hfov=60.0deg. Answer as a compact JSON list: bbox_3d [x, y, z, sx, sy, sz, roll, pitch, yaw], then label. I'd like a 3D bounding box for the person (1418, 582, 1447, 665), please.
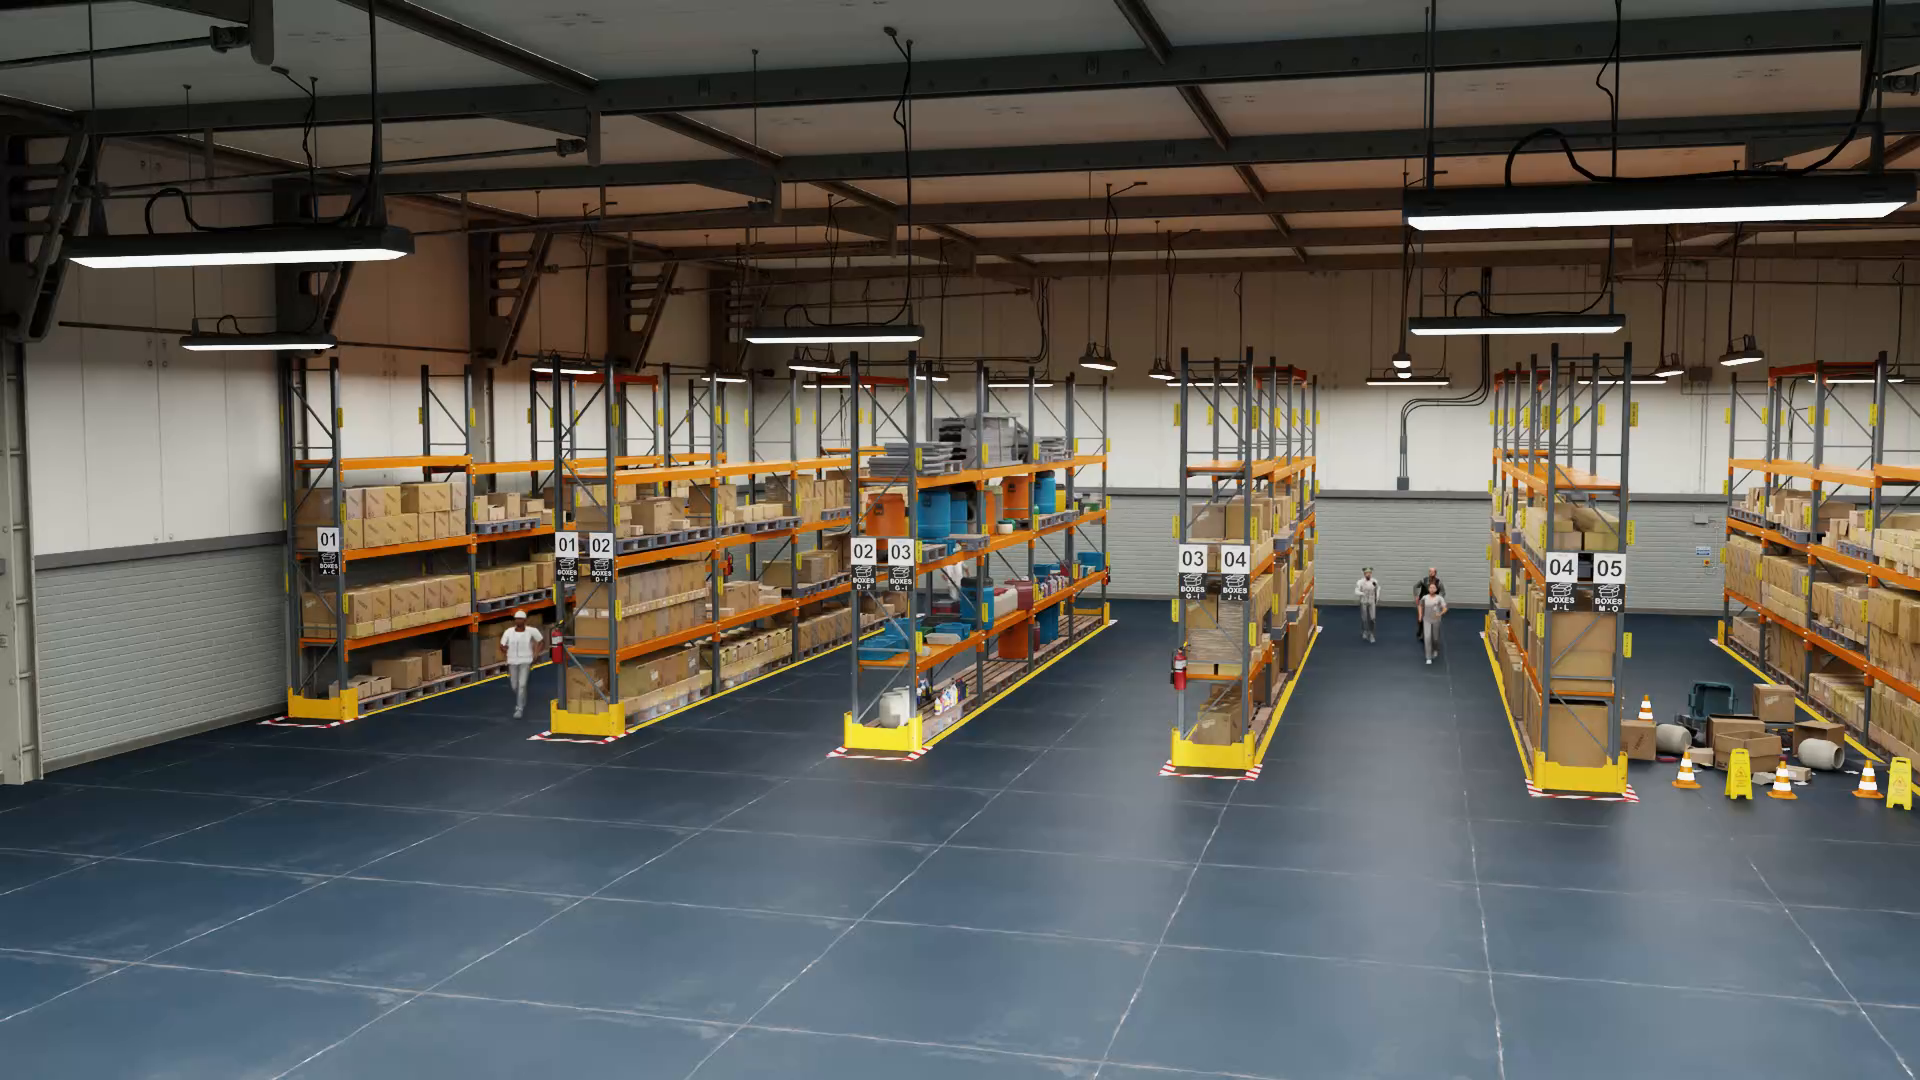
[{"bbox_3d":[9.618,1.676,33.904,0.593,1.646,0.906,2,5,22],"label":"person"}]

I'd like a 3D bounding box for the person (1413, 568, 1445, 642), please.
[{"bbox_3d":[10.473,1.445,37.124,0.692,1.665,0.512,1,4,16],"label":"person"}]

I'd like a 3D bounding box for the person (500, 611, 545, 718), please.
[{"bbox_3d":[-7.366,2.055,27.844,0.703,1.740,0.955,0,4,1],"label":"person"}]

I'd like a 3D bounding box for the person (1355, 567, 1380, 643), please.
[{"bbox_3d":[9.104,1.440,37.156,0.559,1.724,0.765,1,4,12],"label":"person"}]

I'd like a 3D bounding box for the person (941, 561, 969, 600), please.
[{"bbox_3d":[-0.121,1.119,40.847,0.707,1.729,0.627,0,4,3],"label":"person"}]
